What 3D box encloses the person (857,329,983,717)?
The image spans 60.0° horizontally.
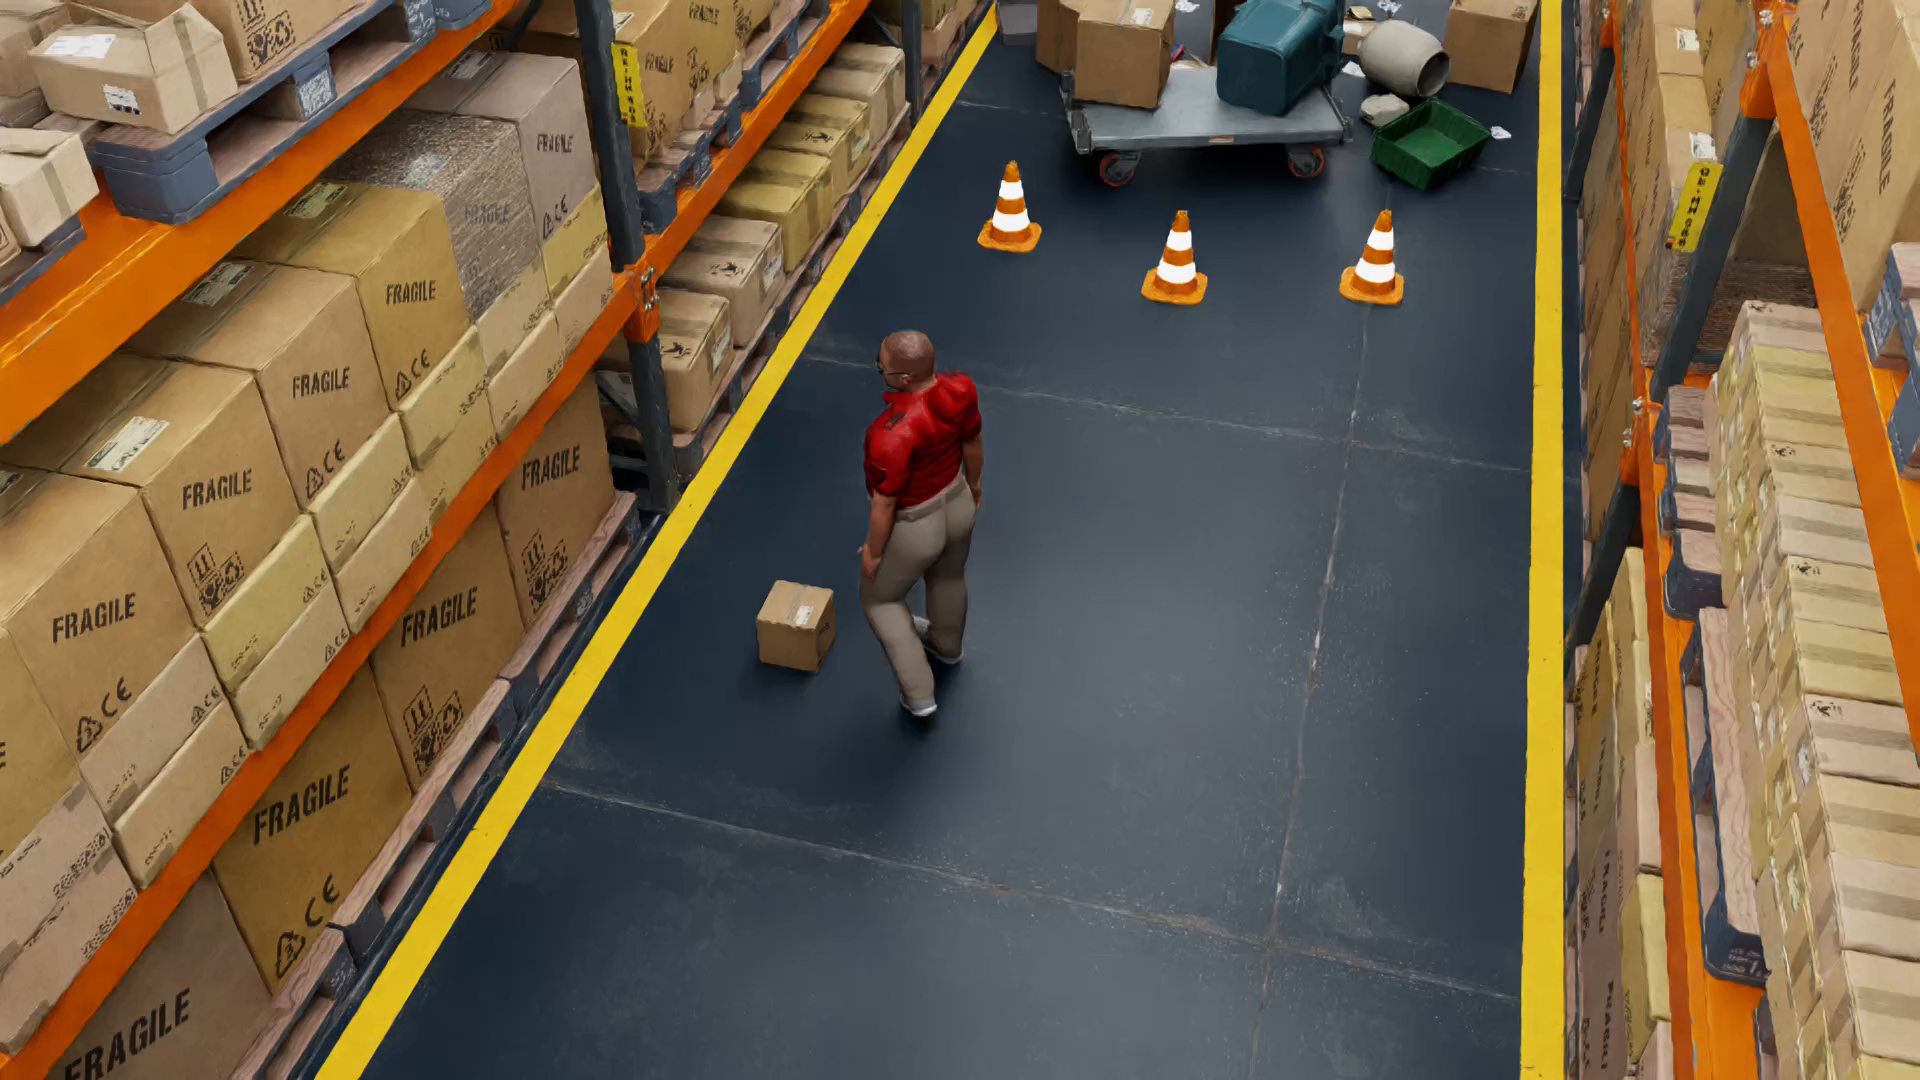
[{"bbox_3d":[-0.155,-0.104,6.290,0.516,1.719,0.603,32,50,32],"label":"person"}]
